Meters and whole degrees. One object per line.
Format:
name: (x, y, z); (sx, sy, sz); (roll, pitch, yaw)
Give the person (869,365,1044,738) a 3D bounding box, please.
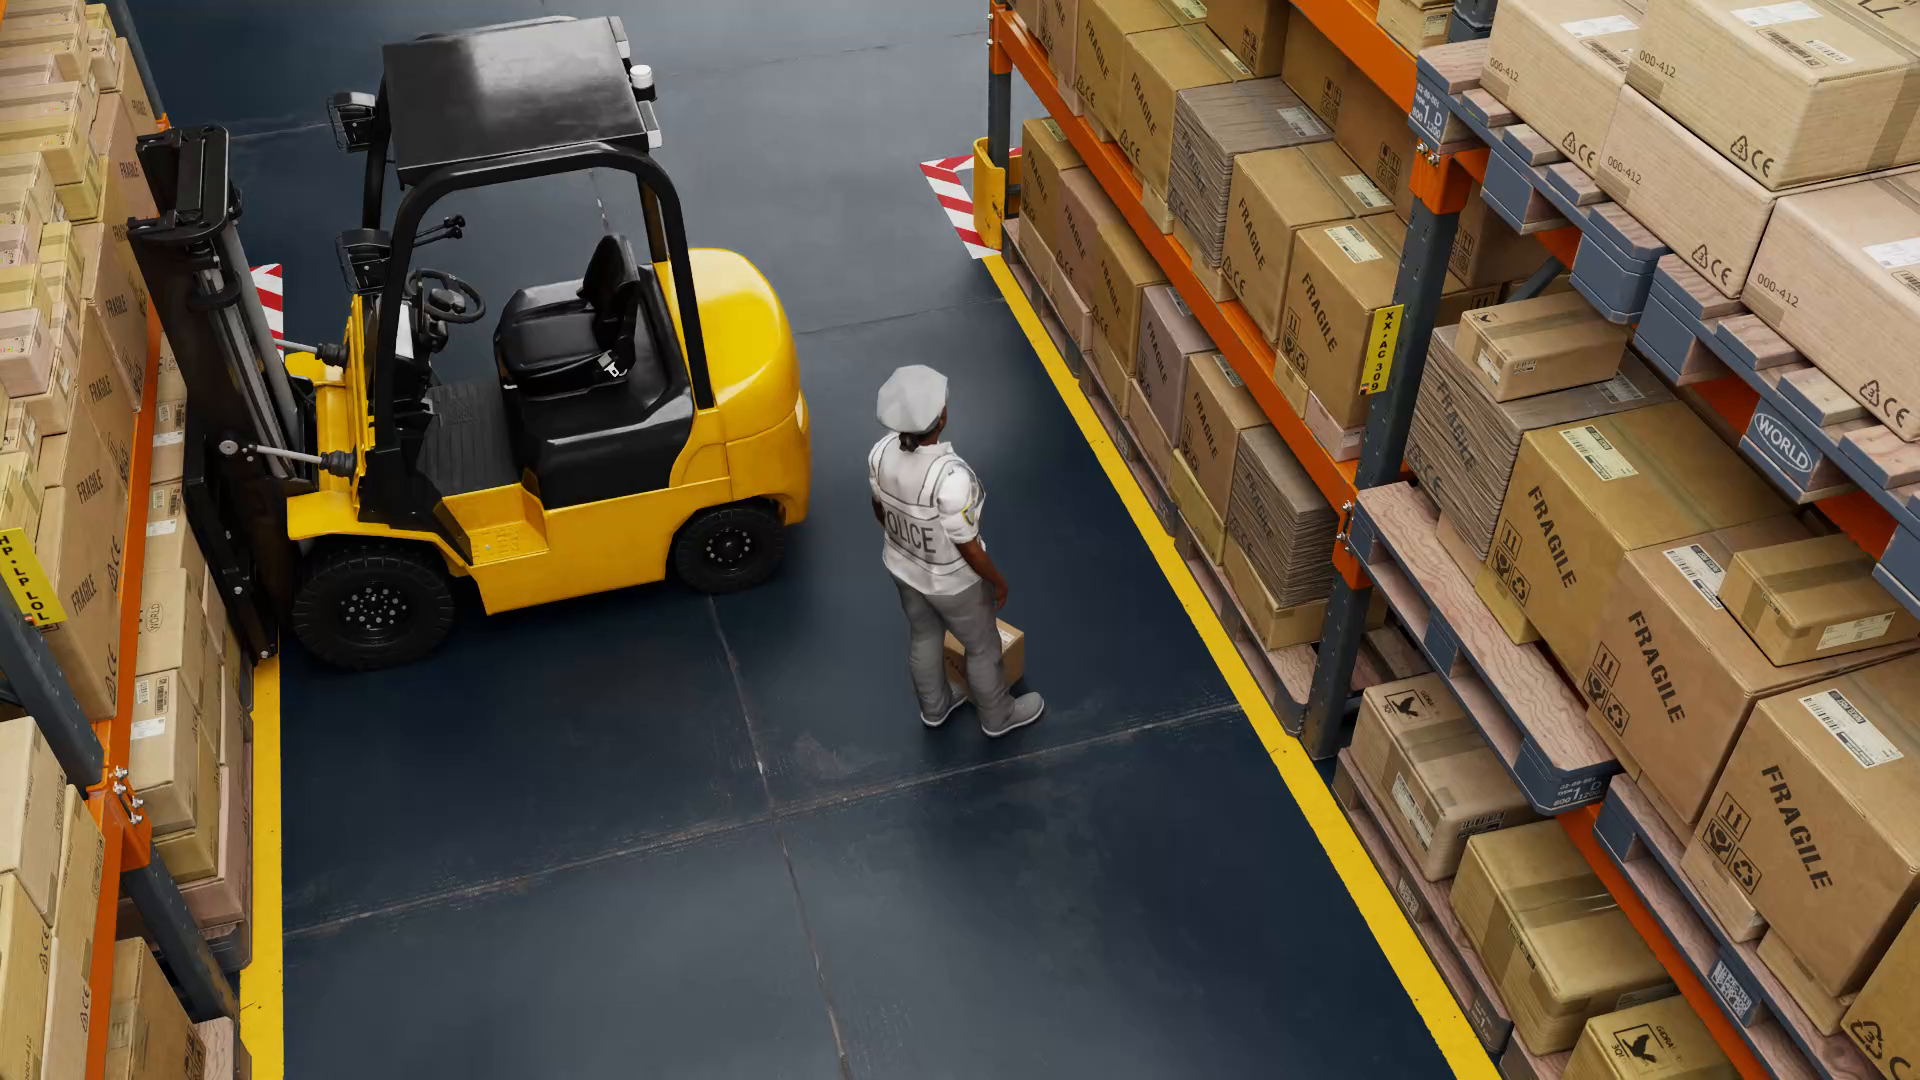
person: (-0.024, 0.056, 6.061); (0.569, 1.694, 0.529); (30, 50, 28)
